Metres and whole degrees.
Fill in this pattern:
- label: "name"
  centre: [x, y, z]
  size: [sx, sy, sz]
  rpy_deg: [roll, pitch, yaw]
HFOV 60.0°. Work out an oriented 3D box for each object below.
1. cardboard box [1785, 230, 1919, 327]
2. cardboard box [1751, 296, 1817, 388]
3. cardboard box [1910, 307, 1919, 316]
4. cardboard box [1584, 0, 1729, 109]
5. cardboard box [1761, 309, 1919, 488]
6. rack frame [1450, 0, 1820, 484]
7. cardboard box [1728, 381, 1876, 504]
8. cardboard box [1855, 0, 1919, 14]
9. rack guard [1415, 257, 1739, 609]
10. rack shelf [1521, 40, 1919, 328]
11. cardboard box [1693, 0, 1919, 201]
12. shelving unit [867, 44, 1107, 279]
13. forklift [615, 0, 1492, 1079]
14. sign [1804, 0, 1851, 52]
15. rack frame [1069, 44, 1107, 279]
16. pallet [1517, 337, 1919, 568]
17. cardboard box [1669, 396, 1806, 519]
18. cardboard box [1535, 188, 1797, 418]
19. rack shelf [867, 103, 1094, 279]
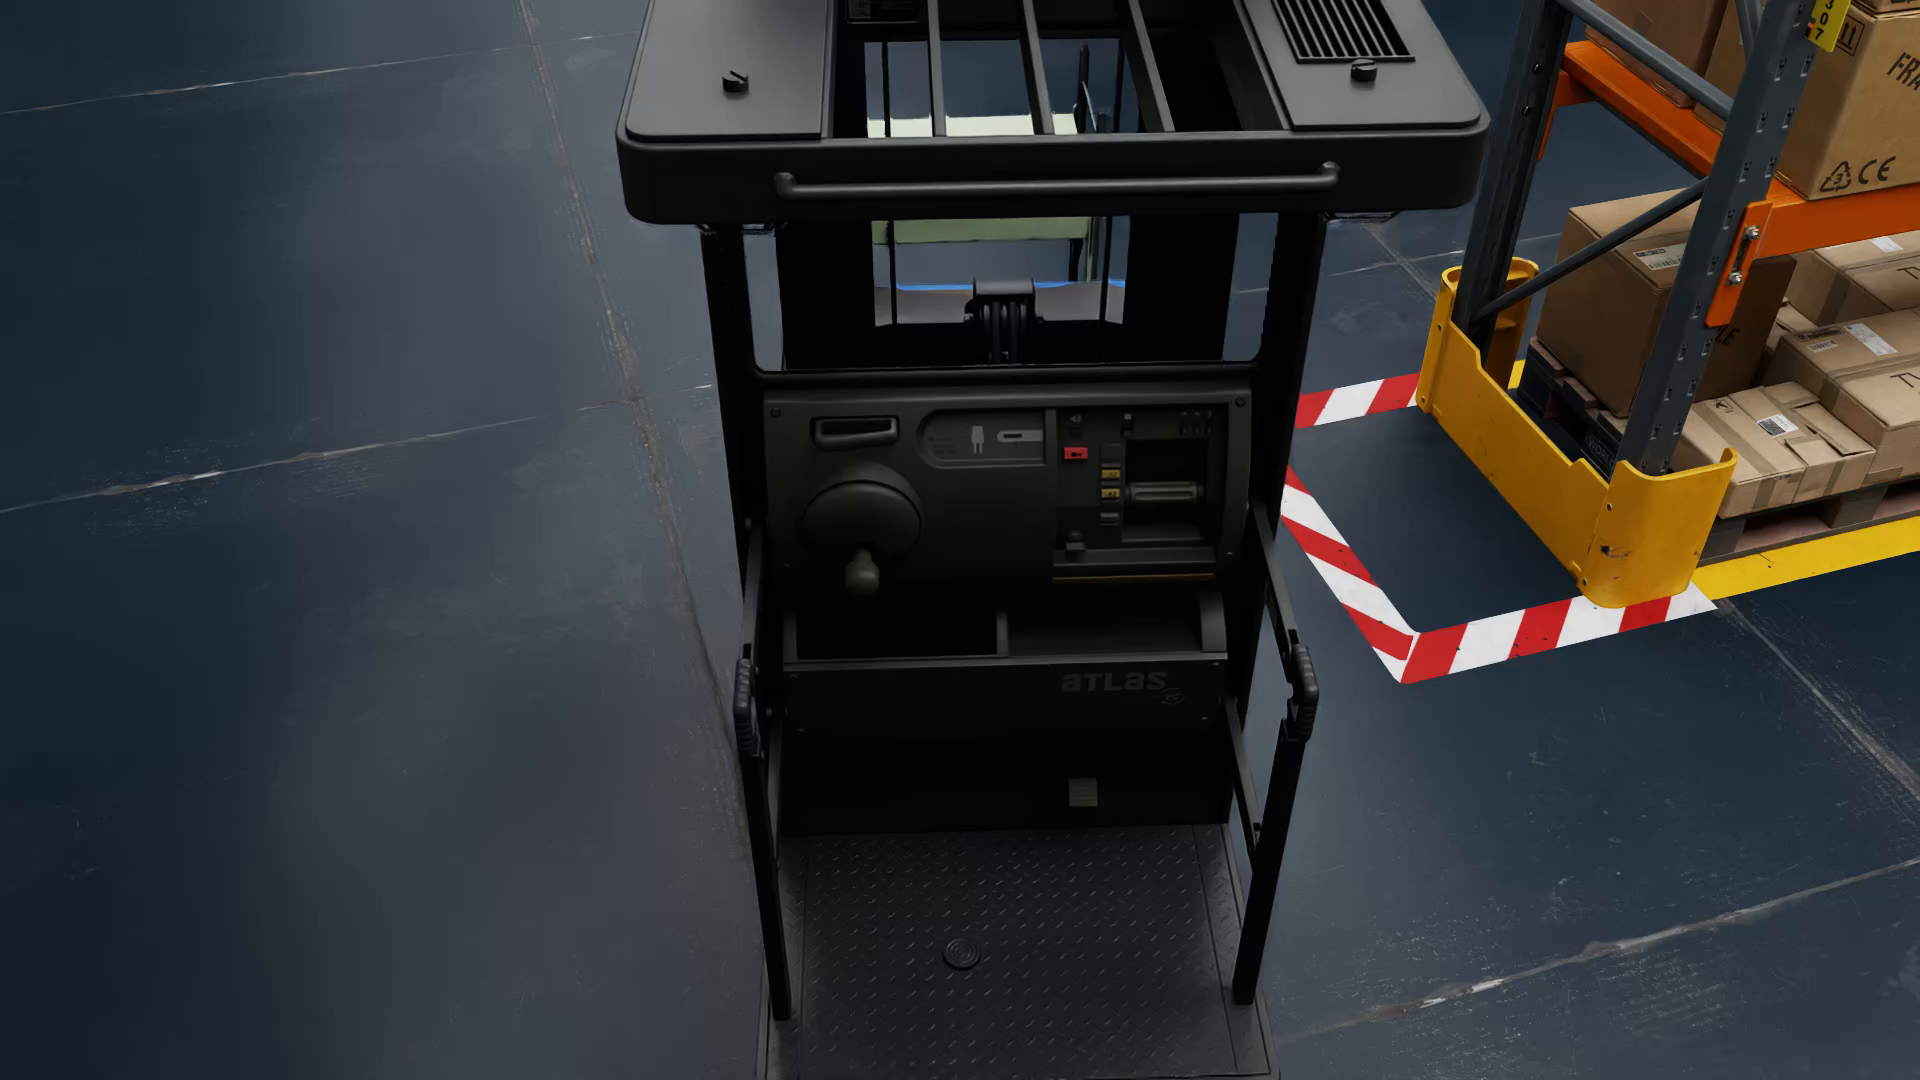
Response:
- label: "cardboard box"
  centre: [3.199, -0.858, 5.708]
  size: [0.500, 0.250, 0.500]
  rpy_deg: [-12, 42, -13]
- label: "cardboard box"
  centre: [2.698, -0.681, 5.569]
  size: [0.250, 0.166, 0.380]
  rpy_deg: [-12, 42, -13]
- label: "cardboard box"
  centre: [3.397, -0.554, 5.360]
  size: [0.500, 0.250, 0.500]
  rpy_deg: [-12, 42, -13]
- label: "cardboard box"
  centre: [2.185, -1.594, 4.718]
  size: [0.500, 0.500, 0.500]
  rpy_deg: [-10, 42, -12]
- label: "cardboard box"
  centre: [2.920, -0.455, 5.247]
  size: [0.500, 0.250, 0.500]
  rpy_deg: [-12, 42, -13]
- label: "rack frame"
  centre: [1.840, -1.297, 4.454]
  size: [0.127, 3.000, 1.000]
  rpy_deg: [-12, 42, -13]
- label: "cardboard box"
  centre: [2.581, -0.312, 5.146]
  size: [0.250, 0.166, 0.380]
  rpy_deg: [-12, 42, -13]
- label: "cardboard box"
  centre: [2.342, -1.633, 4.004]
  size: [0.500, 0.500, 0.500]
  rpy_deg: [-10, 42, -12]
- label: "rack guard"
  centre: [1.912, -0.370, 5.294]
  size: [0.348, 0.500, 1.175]
  rpy_deg: [-12, 42, -13]
- label: "rack shelf"
  centre: [3.747, -1.421, 5.143]
  size: [4.000, 0.370, 1.077]
  rpy_deg: [-12, 42, -13]
- label: "cardboard box"
  centre: [2.342, -1.257, 4.332]
  size: [0.500, 0.500, 0.500]
  rpy_deg: [-11, 42, -12]
- label: "shelving unit"
  centre: [-0.017, -0.633, 4.834]
  size: [0.755, 1.500, 0.431]
  rpy_deg: [-2, 41, -3]
- label: "forklift"
  centre: [0.104, -0.017, 3.041]
  size: [1.130, 2.935, 3.031]
  rpy_deg: [-1, 41, -2]
- label: "sign"
  centre: [2.003, -1.282, 3.780]
  size: [0.005, 0.325, 0.100]
  rpy_deg: [-12, 42, -13]
- label: "rack frame"
  centre: [0.349, -0.647, 4.851]
  size: [0.023, 1.500, 0.400]
  rpy_deg: [-2, 41, -3]
- label: "pallet"
  centre: [2.672, -0.420, 5.570]
  size: [1.213, 0.211, 1.003]
  rpy_deg: [-12, 42, -13]
- label: "cardboard box"
  centre: [2.342, -0.256, 5.095]
  size: [0.250, 0.149, 0.380]
  rpy_deg: [-12, 42, -13]
- label: "cardboard box"
  centre: [2.284, -0.783, 5.432]
  size: [0.500, 0.500, 0.500]
  rpy_deg: [-12, 42, -13]
- label: "rack shelf"
  centre: [-0.017, -0.927, 4.577]
  size: [0.720, 0.370, 0.431]
  rpy_deg: [-2, 41, -3]
